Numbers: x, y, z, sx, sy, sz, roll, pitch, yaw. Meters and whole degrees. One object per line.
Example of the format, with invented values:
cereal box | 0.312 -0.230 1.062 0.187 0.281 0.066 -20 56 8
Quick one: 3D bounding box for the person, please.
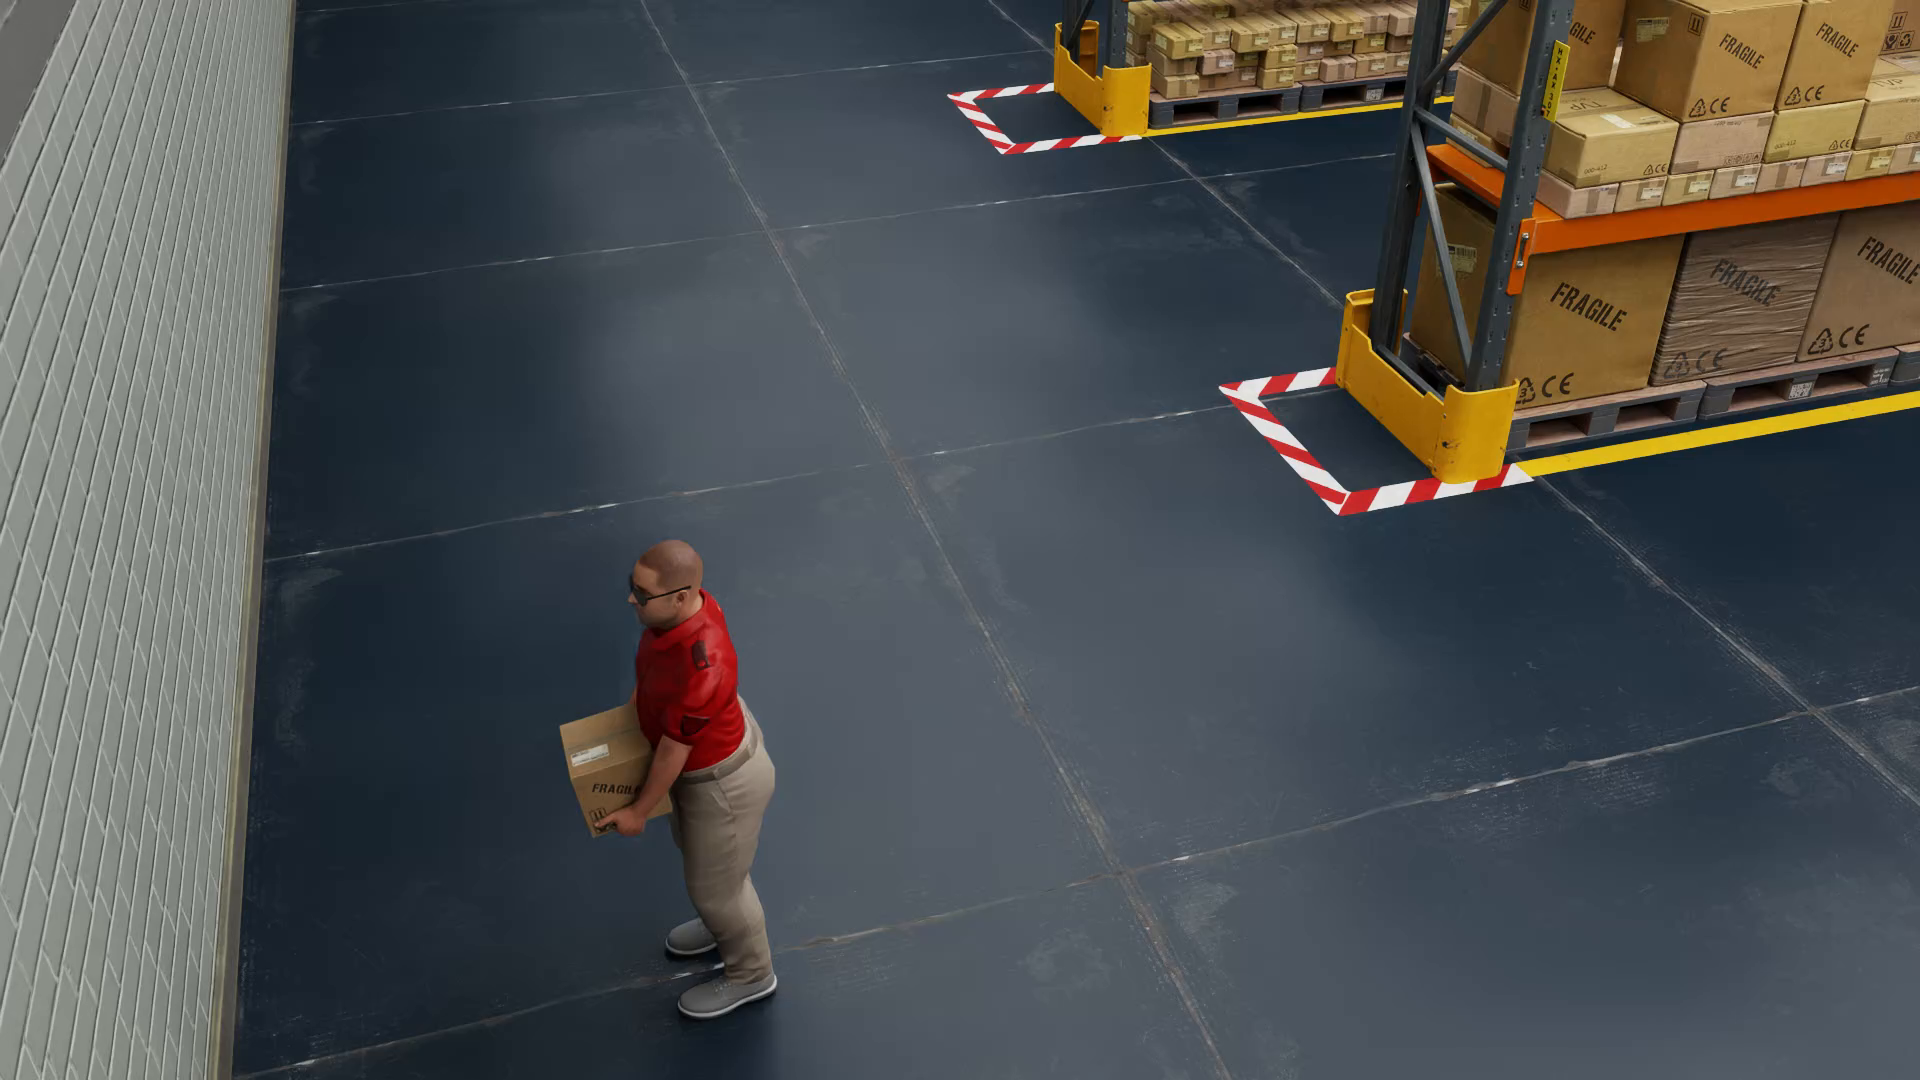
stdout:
person | -0.848 0.736 5.064 0.557 1.724 0.488 -11 35 -15
